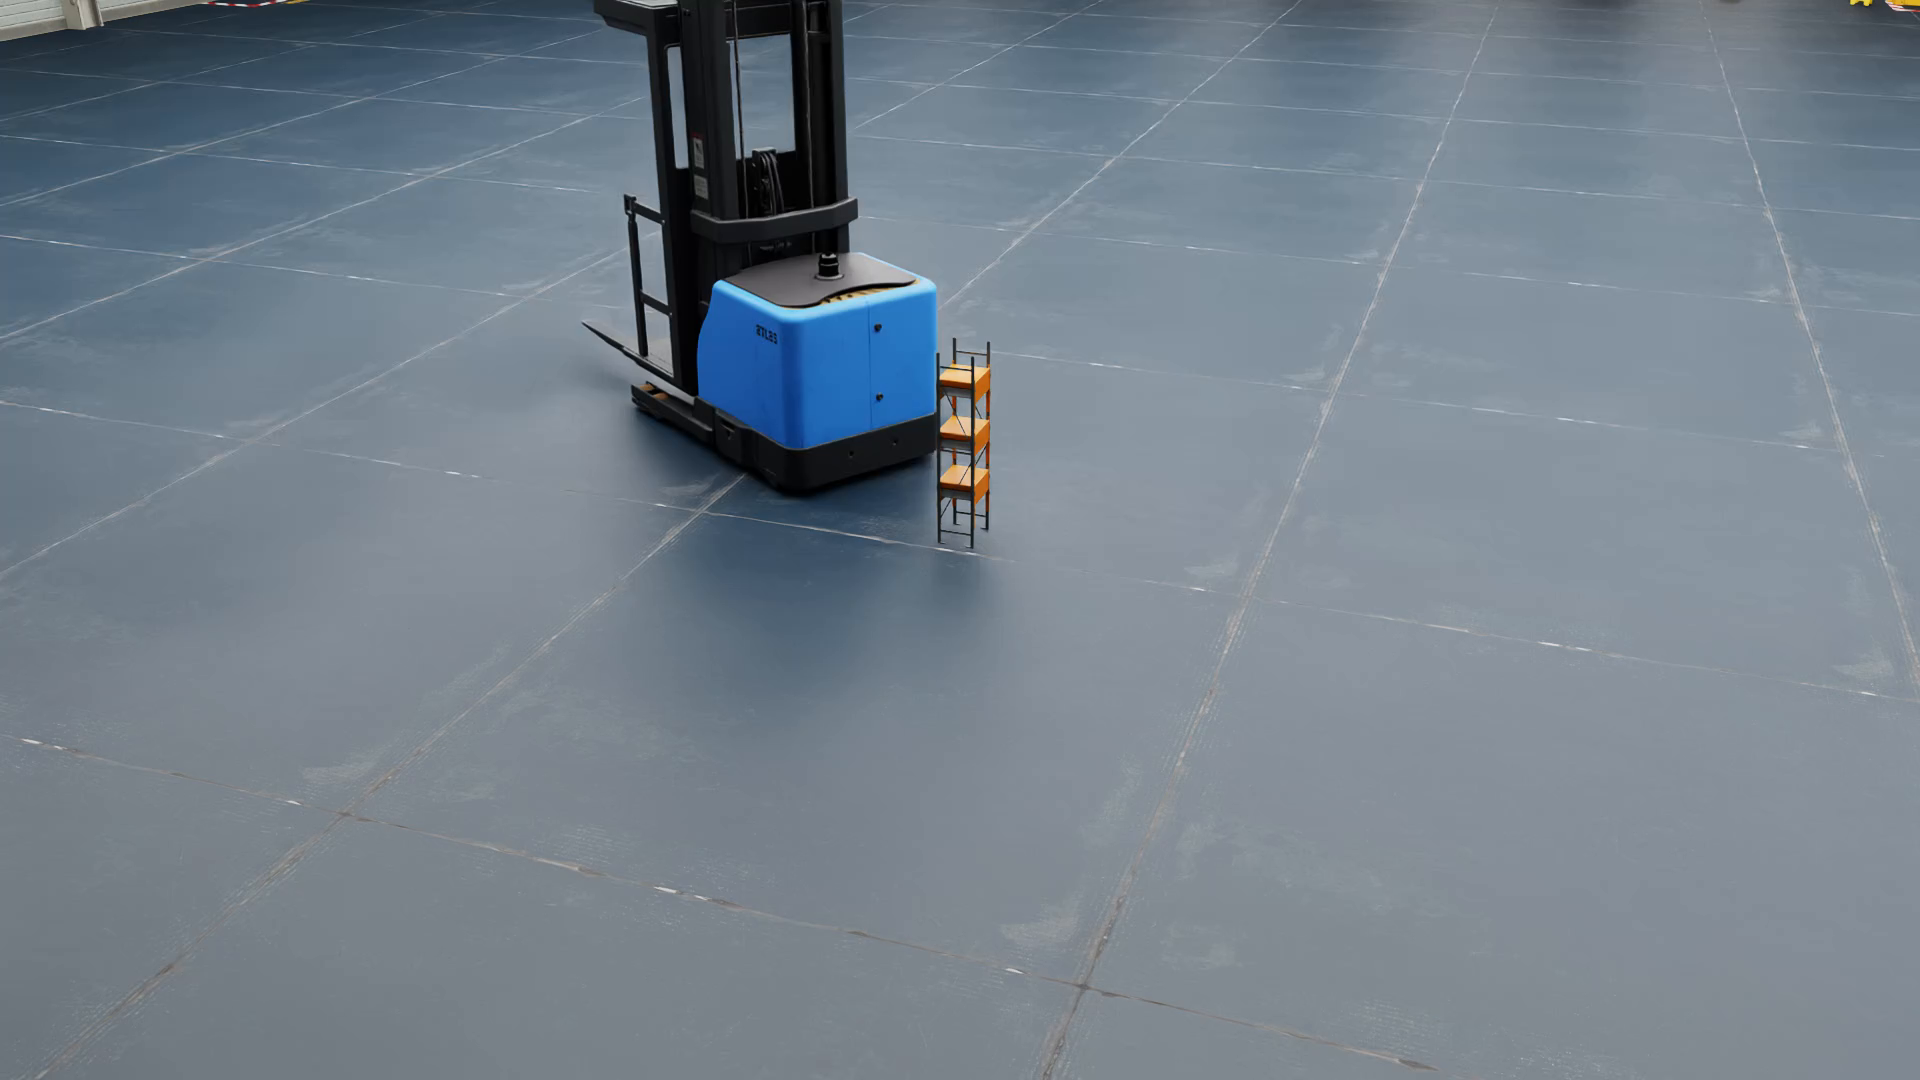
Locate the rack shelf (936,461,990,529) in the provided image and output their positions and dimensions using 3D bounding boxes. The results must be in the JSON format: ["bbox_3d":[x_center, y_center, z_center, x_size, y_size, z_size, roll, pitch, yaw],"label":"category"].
[{"bbox_3d":[0.018,-0.235,8.692,0.215,0.259,0.240,9,27,17],"label":"rack shelf"}]

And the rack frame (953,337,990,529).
[{"bbox_3d":[0.058,-0.545,8.670,0.200,1.050,0.008,9,27,17],"label":"rack frame"}]

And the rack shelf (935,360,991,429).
[{"bbox_3d":[0.018,-0.740,8.448,0.215,0.259,0.240,9,27,17],"label":"rack shelf"}]

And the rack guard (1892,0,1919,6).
[{"bbox_3d":[15.281,-8.616,25.972,1.175,0.500,0.348,9,27,17],"label":"rack guard"}]

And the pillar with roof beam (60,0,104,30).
[{"bbox_3d":[-8.619,-10.860,20.853,9.100,9.000,0.400,9,27,17],"label":"pillar with roof beam"}]

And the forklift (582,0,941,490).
[{"bbox_3d":[-1.401,-2.176,9.881,1.130,2.935,3.031,-18,31,-33],"label":"forklift"}]

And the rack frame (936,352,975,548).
[{"bbox_3d":[-0.023,-0.444,8.463,0.200,1.050,0.008,9,27,17],"label":"rack frame"}]

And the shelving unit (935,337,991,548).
[{"bbox_3d":[0.018,-0.495,8.567,0.215,1.050,0.252,9,27,17],"label":"shelving unit"}]

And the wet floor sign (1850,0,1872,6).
[{"bbox_3d":[14.184,-8.727,26.035,0.267,0.644,0.232,20,32,35],"label":"wet floor sign"}]

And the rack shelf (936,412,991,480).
[{"bbox_3d":[0.018,-0.485,8.571,0.215,0.259,0.240,9,27,17],"label":"rack shelf"}]
